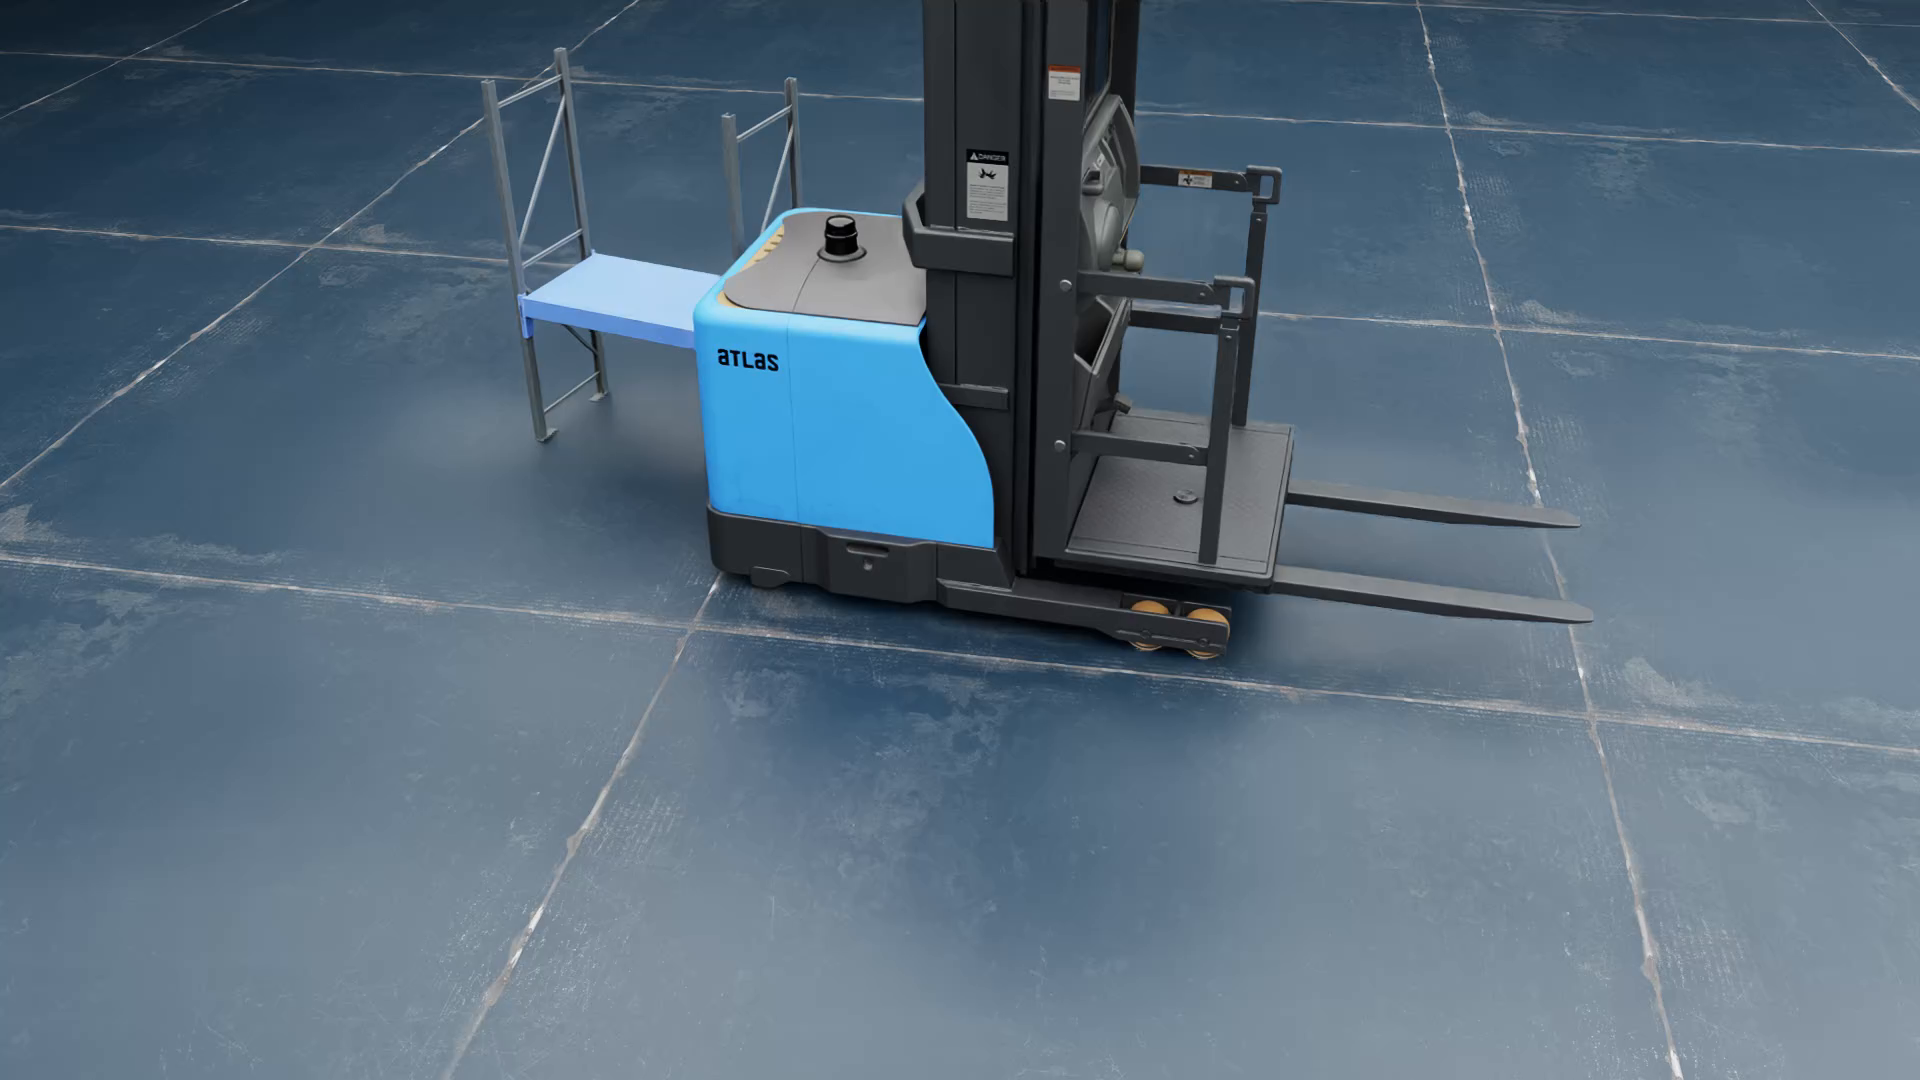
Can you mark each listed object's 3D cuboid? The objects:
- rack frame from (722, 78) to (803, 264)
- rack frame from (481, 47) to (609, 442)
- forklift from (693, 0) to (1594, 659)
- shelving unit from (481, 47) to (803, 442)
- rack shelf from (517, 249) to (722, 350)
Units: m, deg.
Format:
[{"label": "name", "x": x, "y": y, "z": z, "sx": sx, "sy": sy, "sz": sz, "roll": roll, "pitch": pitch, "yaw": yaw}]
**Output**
[{"label": "rack frame", "x": -0.716, "y": -0.953, "z": 6.359, "sx": 0.032, "sy": 1.500, "sz": 0.500, "roll": 13, "pitch": 34, "yaw": 20}, {"label": "rack frame", "x": -1.650, "y": -1.166, "z": 6.700, "sx": 0.032, "sy": 1.500, "sz": 0.500, "roll": 13, "pitch": 34, "yaw": 20}, {"label": "forklift", "x": 0.674, "y": -1.155, "z": 5.332, "sx": 3.031, "sy": 2.935, "sz": 1.130, "roll": 7, "pitch": 33, "yaw": 12}, {"label": "shelving unit", "x": -1.183, "y": -1.059, "z": 6.529, "sx": 1.048, "sy": 1.500, "sz": 0.538, "roll": 13, "pitch": 34, "yaw": 20}, {"label": "rack shelf", "x": -1.183, "y": -0.907, "z": 6.625, "sx": 1.000, "sy": 0.185, "sz": 0.538, "roll": 13, "pitch": 34, "yaw": 20}]
